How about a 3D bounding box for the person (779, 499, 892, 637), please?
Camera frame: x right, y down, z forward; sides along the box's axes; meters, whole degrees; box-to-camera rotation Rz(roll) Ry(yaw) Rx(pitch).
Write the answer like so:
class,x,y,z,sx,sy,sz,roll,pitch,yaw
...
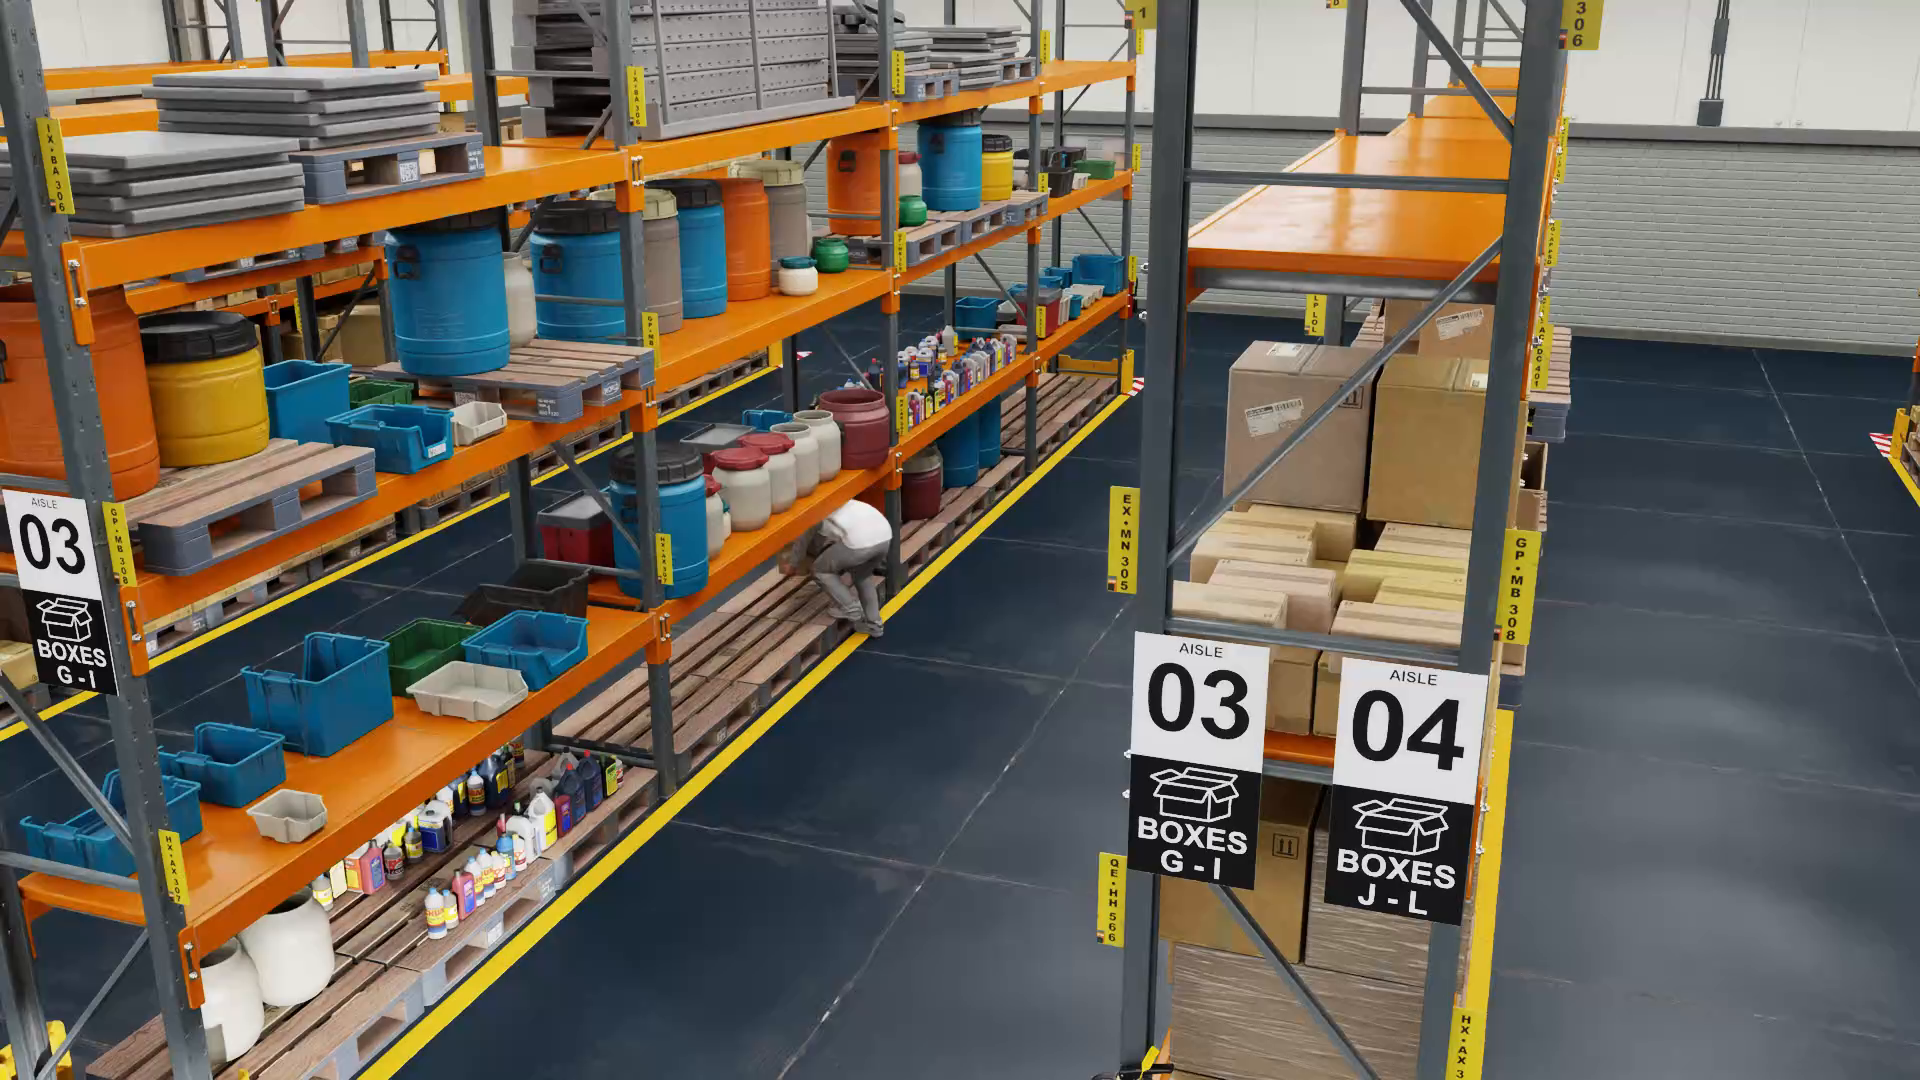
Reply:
class,x,y,z,sx,sy,sz,roll,pitch,yaw
person,-1.030,0.169,13.321,1.016,1.223,0.501,12,22,33
